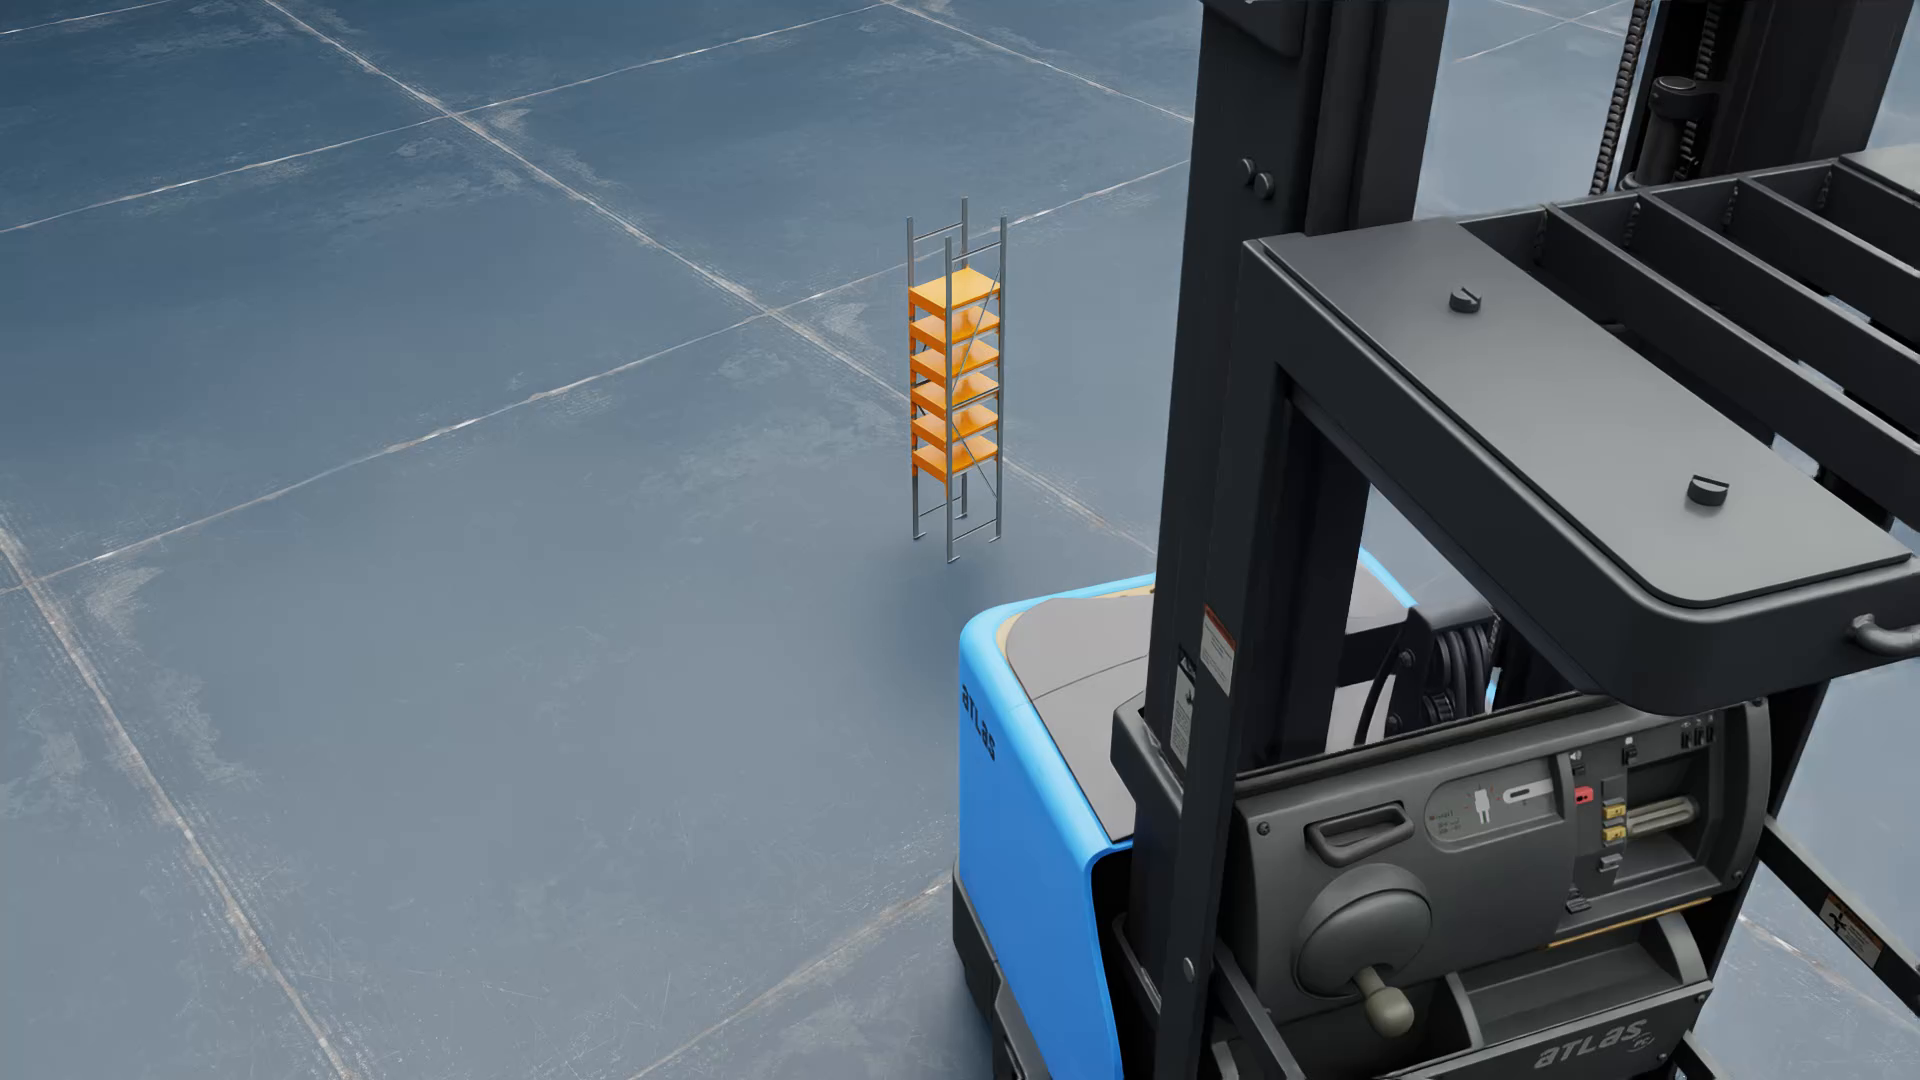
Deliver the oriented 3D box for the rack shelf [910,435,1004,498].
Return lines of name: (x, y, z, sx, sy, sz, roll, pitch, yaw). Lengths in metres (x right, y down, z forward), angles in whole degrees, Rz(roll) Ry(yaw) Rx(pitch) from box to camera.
rack shelf: (-0.009, -0.264, 5.577, 0.258, 0.103, 0.180, -26, 43, -32)

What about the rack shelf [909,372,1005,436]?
rack shelf: (-0.009, -0.460, 5.438, 0.258, 0.103, 0.180, -26, 43, -32)

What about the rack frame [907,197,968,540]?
rack frame: (-0.068, -0.536, 5.469, 0.240, 1.200, 0.006, -26, 43, -32)

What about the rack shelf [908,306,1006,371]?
rack shelf: (-0.009, -0.656, 5.299, 0.258, 0.103, 0.180, -26, 43, -32)

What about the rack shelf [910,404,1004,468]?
rack shelf: (-0.009, -0.362, 5.507, 0.258, 0.103, 0.180, -26, 43, -32)

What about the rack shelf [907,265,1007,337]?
rack shelf: (-0.009, -0.754, 5.230, 0.258, 0.103, 0.180, -26, 43, -32)

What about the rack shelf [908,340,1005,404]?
rack shelf: (-0.009, -0.558, 5.369, 0.258, 0.103, 0.180, -26, 43, -32)

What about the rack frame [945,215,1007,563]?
rack frame: (0.050, -0.456, 5.355, 0.240, 1.200, 0.006, -26, 43, -32)

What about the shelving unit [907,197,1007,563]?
shelving unit: (-0.009, -0.496, 5.412, 0.258, 1.200, 0.189, -26, 43, -32)

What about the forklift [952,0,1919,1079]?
forklift: (0.940, 0.555, 2.430, 1.130, 2.935, 3.031, -11, 37, -15)
